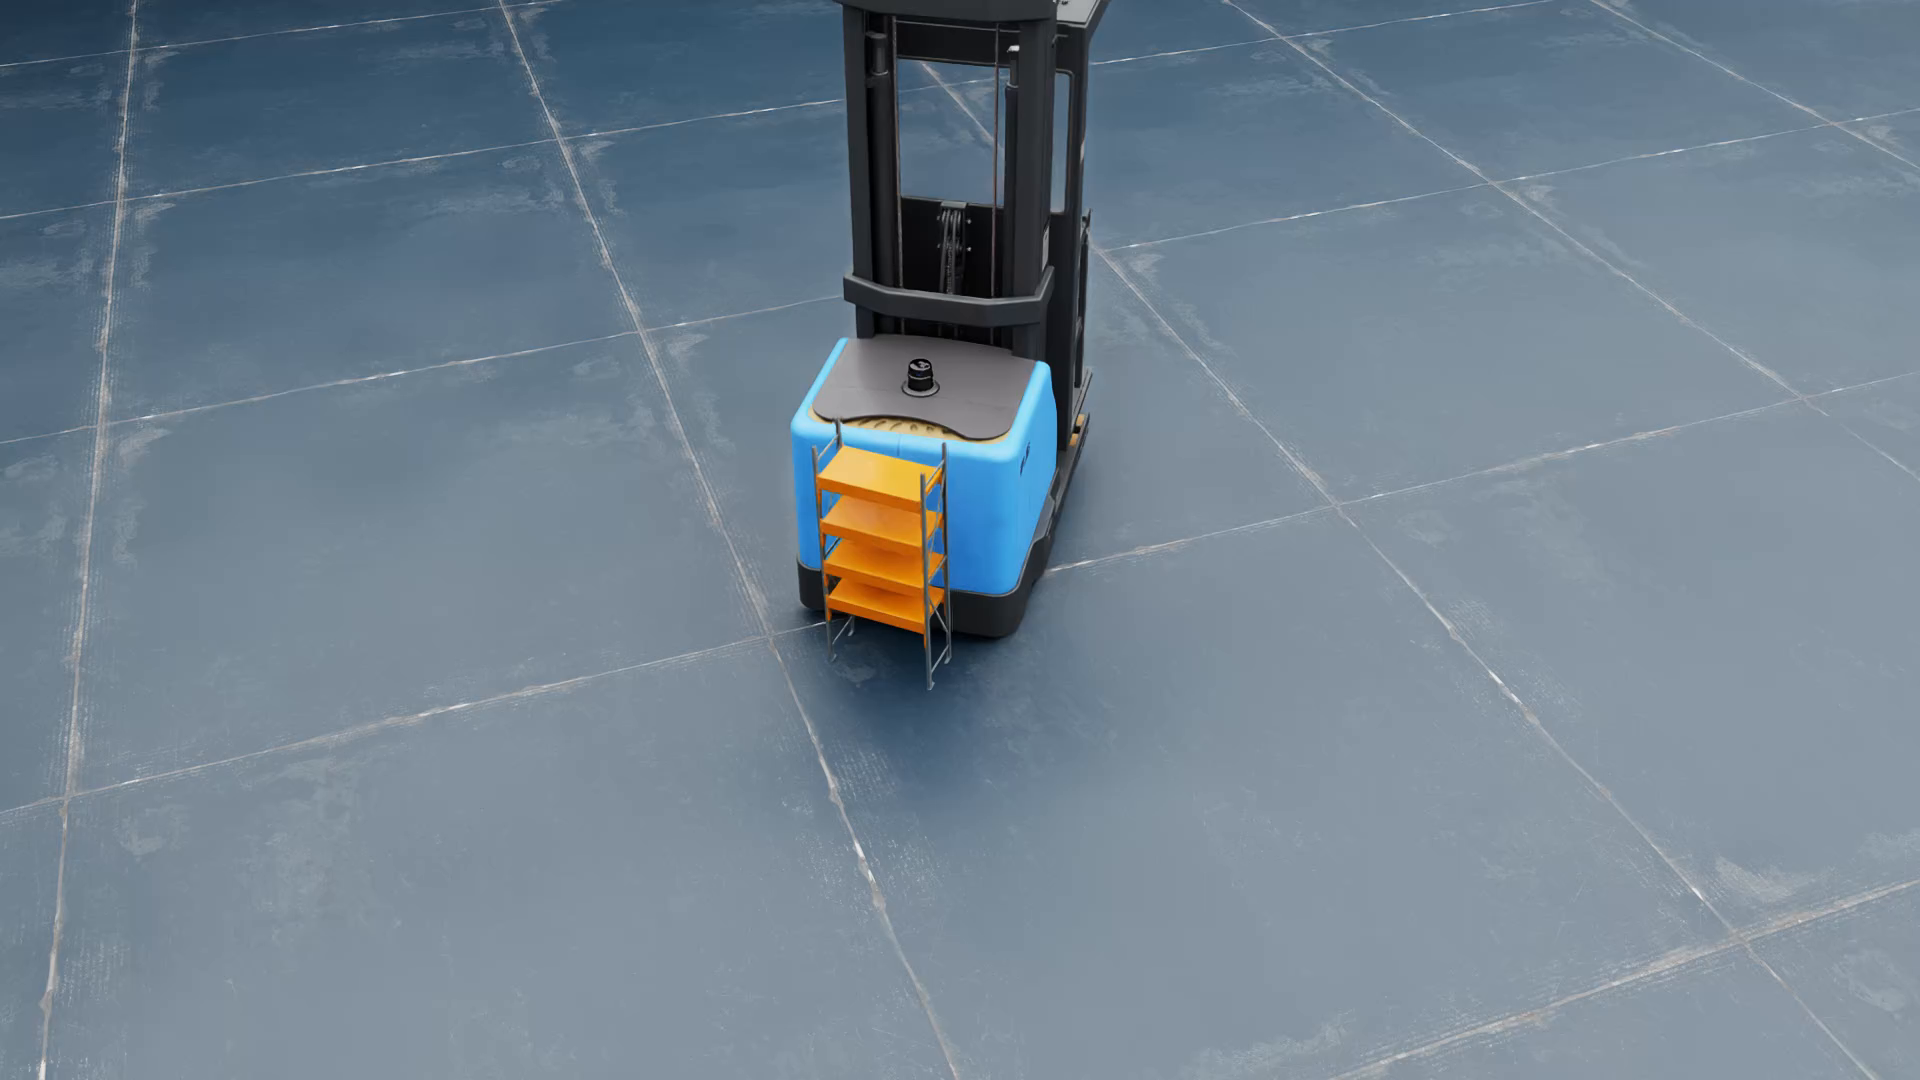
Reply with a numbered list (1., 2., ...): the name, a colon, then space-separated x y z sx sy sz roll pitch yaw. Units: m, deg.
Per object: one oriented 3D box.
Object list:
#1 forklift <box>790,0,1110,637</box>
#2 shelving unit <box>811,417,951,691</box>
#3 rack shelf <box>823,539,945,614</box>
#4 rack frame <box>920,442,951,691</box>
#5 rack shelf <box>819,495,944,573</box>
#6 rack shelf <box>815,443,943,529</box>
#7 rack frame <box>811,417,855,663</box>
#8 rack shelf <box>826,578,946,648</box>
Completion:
1. forklift: 0.081 -1.616 8.019 1.130 2.935 3.031 8 38 11
2. shelving unit: -0.325 0.078 7.203 0.503 1.200 0.258 14 41 18
3. rack shelf: -0.324 0.130 7.245 0.480 0.148 0.258 14 41 18
4. rack frame: -0.101 0.135 7.127 0.015 1.200 0.240 14 41 18
5. rack shelf: -0.327 -0.045 7.105 0.480 0.148 0.258 14 41 18
6. rack shelf: -0.330 -0.229 6.958 0.480 0.148 0.258 14 41 18
7. rack frame: -0.550 0.020 7.280 0.015 1.200 0.240 14 41 18
8. rack shelf: -0.322 0.285 7.369 0.480 0.148 0.258 14 41 18
